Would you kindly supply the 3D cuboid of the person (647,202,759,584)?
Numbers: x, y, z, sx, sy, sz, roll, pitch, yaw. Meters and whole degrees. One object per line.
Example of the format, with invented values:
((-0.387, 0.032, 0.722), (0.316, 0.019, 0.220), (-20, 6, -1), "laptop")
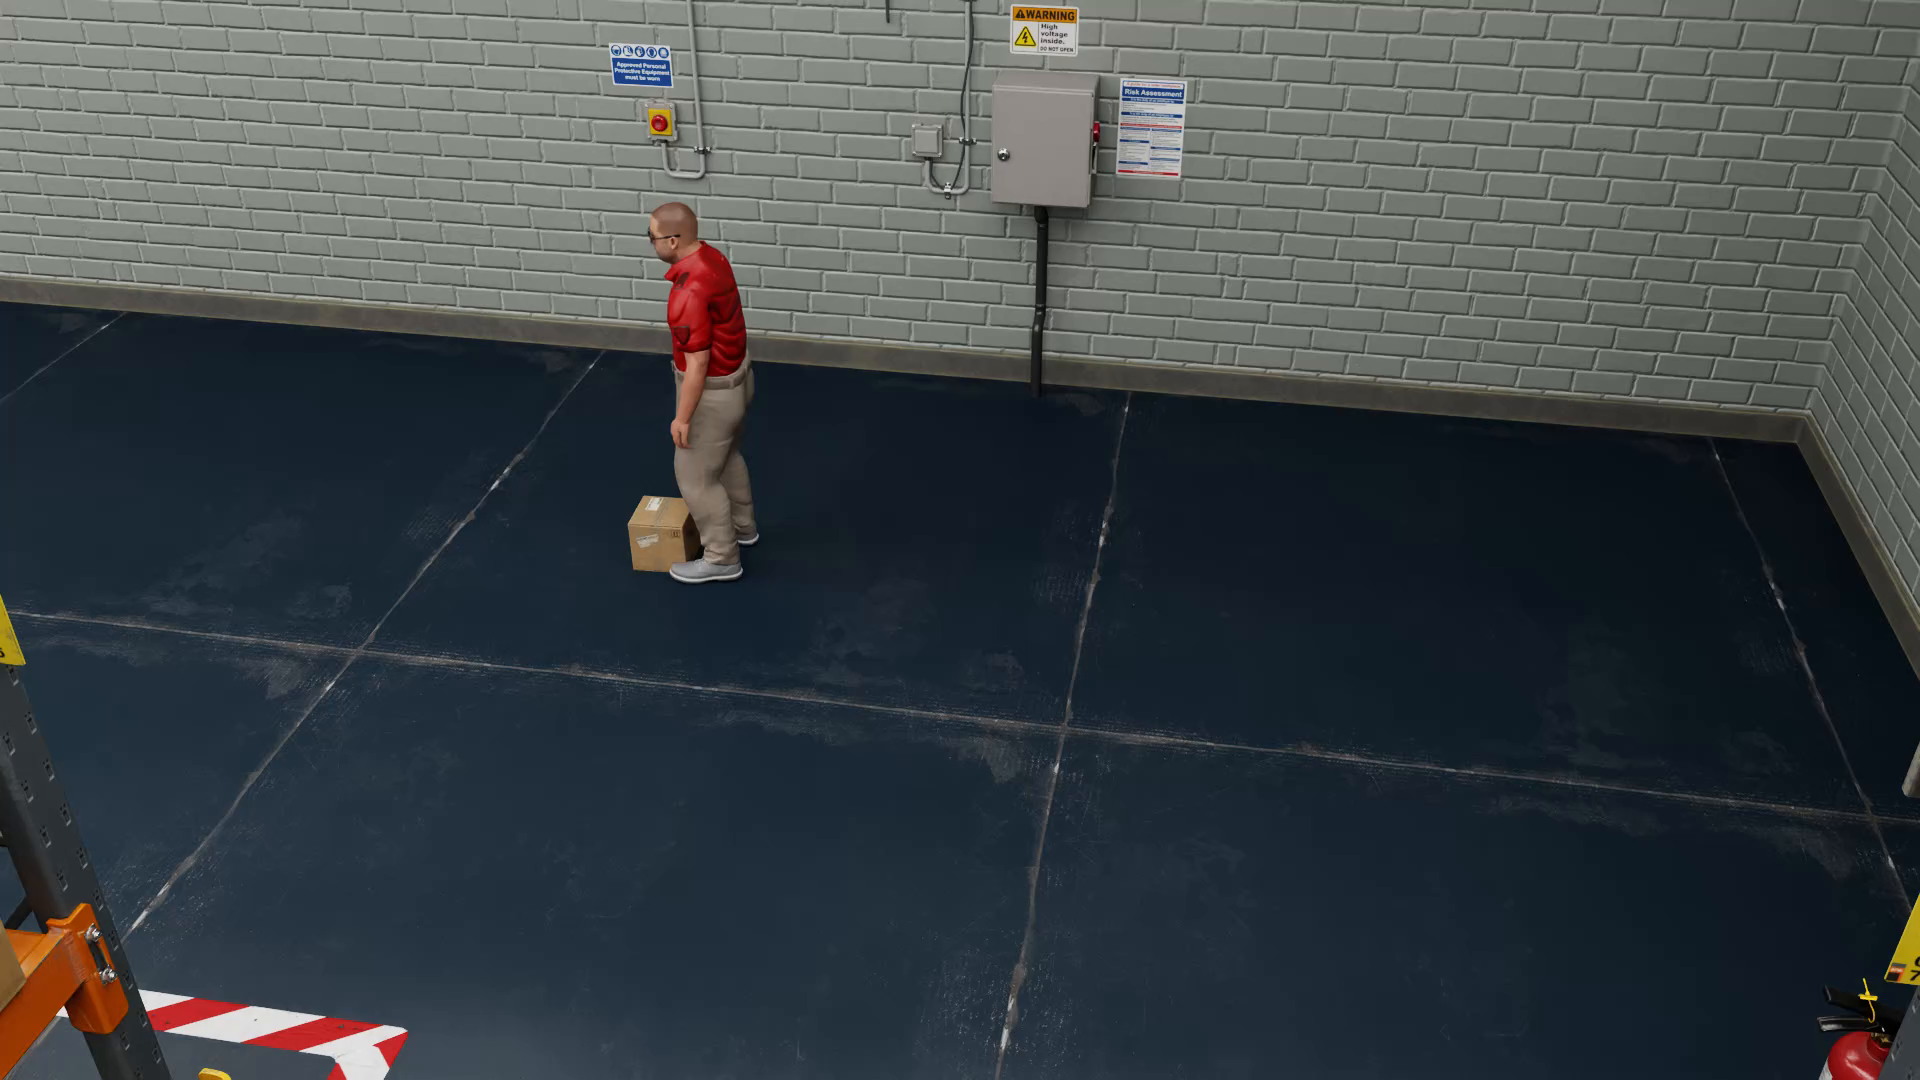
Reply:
((-1.099, -0.632, 7.153), (0.388, 1.728, 0.603), (4, 32, 6), "person")
